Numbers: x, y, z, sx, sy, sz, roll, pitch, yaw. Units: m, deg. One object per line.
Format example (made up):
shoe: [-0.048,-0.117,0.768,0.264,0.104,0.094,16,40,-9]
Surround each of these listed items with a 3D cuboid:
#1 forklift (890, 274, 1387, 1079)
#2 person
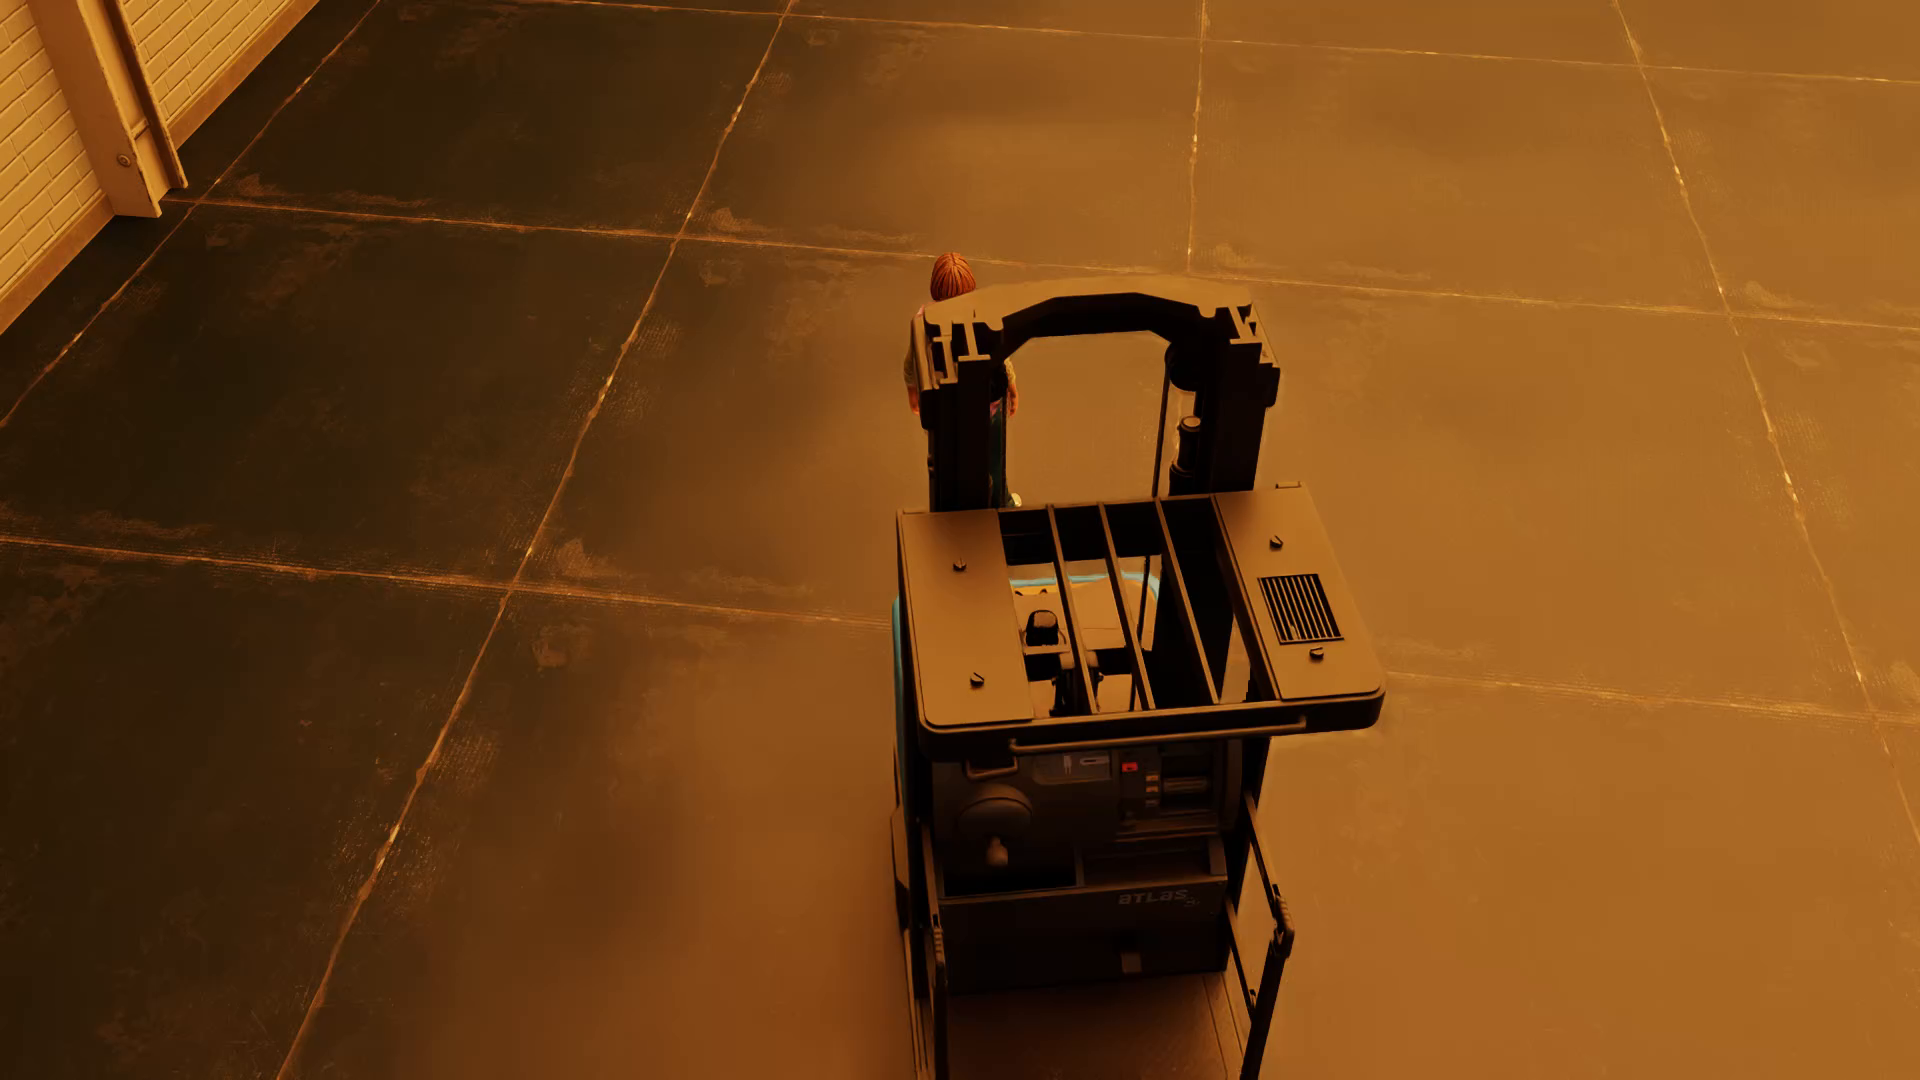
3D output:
forklift: [0.404,0.844,4.806,1.130,2.935,3.031,-4,43,-4]
person: [0.023,-0.642,7.399,0.521,1.599,0.473,5,43,6]
